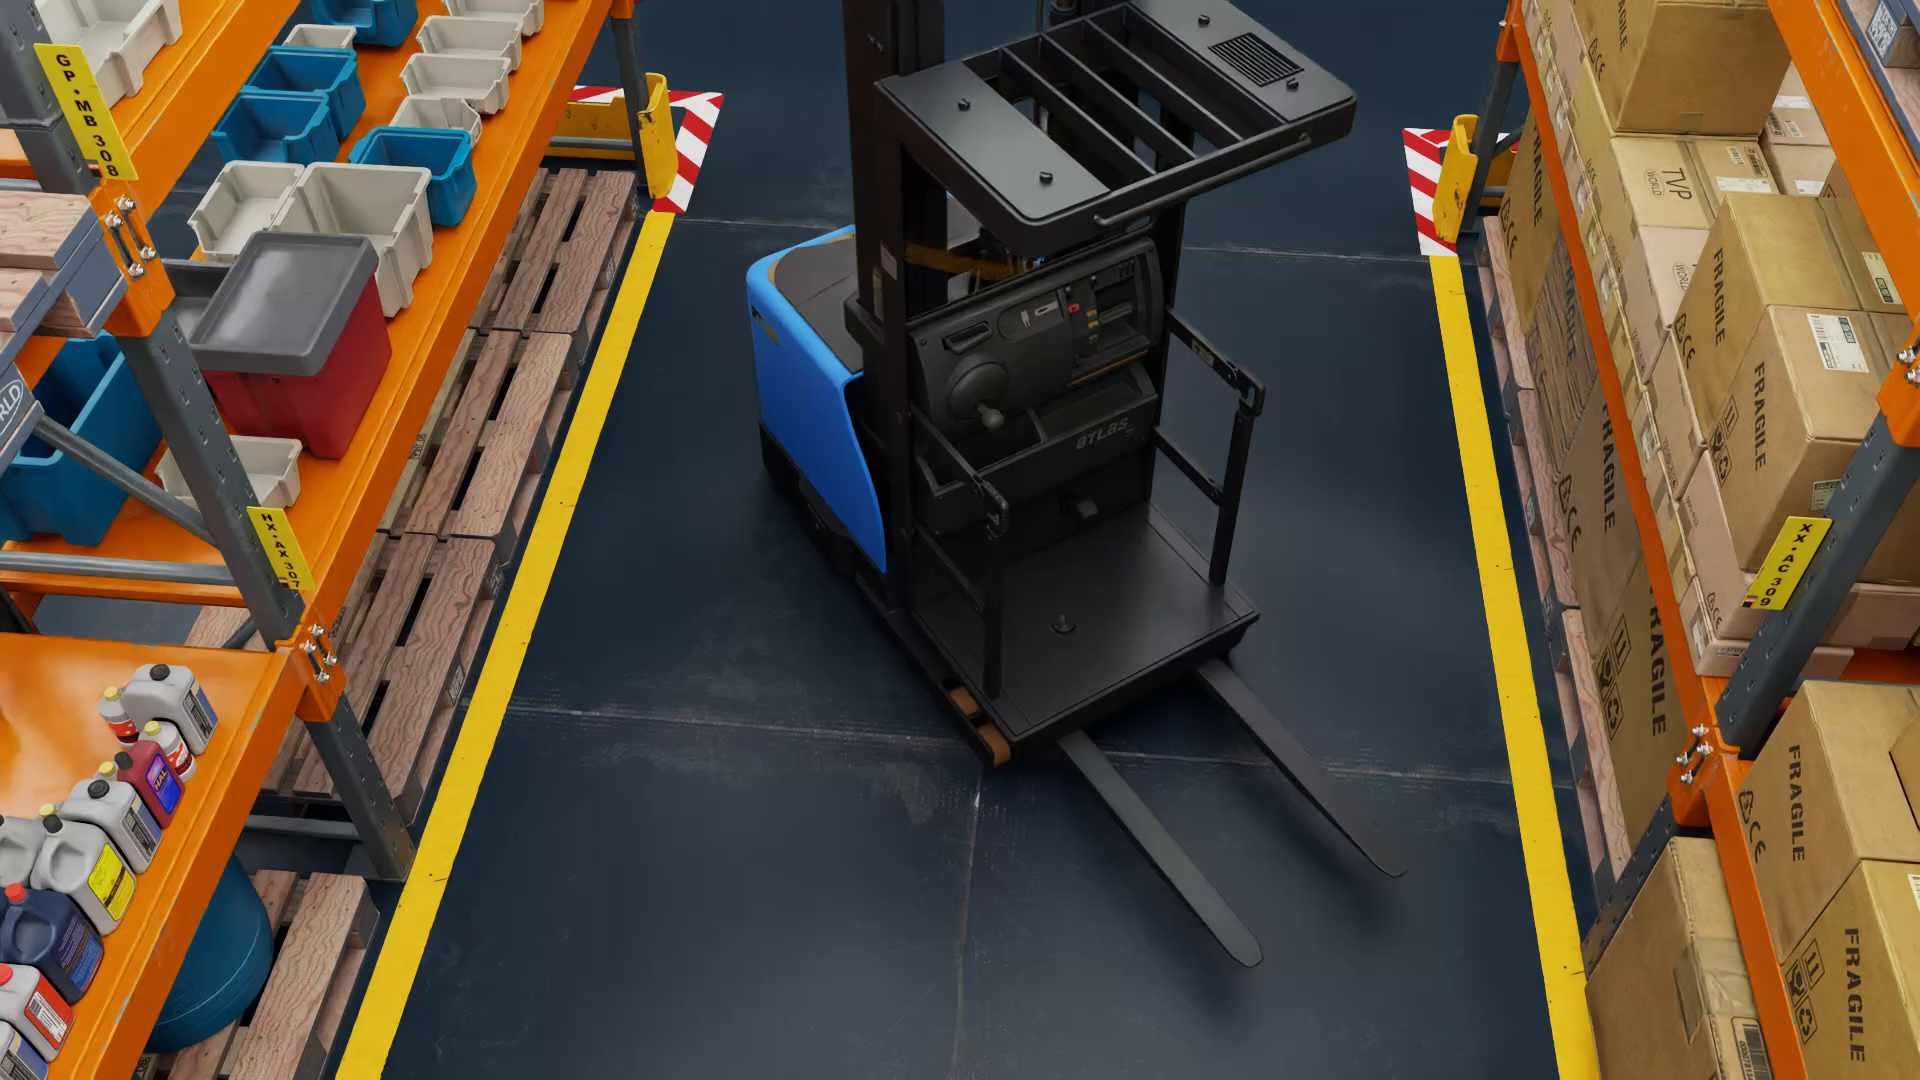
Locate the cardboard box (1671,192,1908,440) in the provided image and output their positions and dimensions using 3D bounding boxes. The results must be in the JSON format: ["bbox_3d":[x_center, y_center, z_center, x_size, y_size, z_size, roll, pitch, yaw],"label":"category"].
[{"bbox_3d":[2.375,-0.612,4.669,0.500,0.500,0.500,4,48,4],"label":"cardboard box"}]

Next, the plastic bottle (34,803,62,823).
[{"bbox_3d":[-2.256,0.733,4.181,0.097,0.201,0.097,0,48,0],"label":"plastic bottle"}]

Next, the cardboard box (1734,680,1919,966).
[{"bbox_3d":[2.259,0.702,4.008,0.500,0.500,0.500,4,48,4],"label":"cardboard box"}]

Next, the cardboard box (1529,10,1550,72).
[{"bbox_3d":[2.531,-2.013,6.729,0.380,0.149,0.250,3,48,3],"label":"cardboard box"}]

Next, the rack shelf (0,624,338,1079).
[{"bbox_3d":[-2.565,1.794,3.564,1.077,0.370,4.000,4,48,4],"label":"rack shelf"}]

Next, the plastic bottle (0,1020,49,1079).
[{"bbox_3d":[-2.199,1.258,3.651,0.152,0.276,0.367,4,48,4],"label":"plastic bottle"}]

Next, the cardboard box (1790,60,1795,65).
[{"bbox_3d":[3.087,-1.828,6.289,0.500,0.250,0.500,3,48,3],"label":"cardboard box"}]

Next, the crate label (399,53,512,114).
[{"bbox_3d":[-1.954,-1.760,6.465,0.396,0.136,0.243,4,48,4],"label":"crate label"}]

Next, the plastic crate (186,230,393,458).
[{"bbox_3d":[-2.052,-0.600,5.182,0.402,0.464,0.583,4,48,4],"label":"plastic crate"}]

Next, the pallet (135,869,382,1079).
[{"bbox_3d":[-2.495,1.587,5.156,1.003,0.211,1.213,4,48,4],"label":"pallet"}]

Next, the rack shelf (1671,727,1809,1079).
[{"bbox_3d":[2.367,2.127,3.260,1.077,0.370,4.000,4,48,4],"label":"rack shelf"}]

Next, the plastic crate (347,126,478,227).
[{"bbox_3d":[-1.950,-1.295,5.975,0.416,0.233,0.300,4,48,4],"label":"plastic crate"}]

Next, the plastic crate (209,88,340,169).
[{"bbox_3d":[-2.516,-1.474,6.139,0.416,0.233,0.300,4,48,4],"label":"plastic crate"}]

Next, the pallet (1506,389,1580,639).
[{"bbox_3d":[2.805,-0.097,6.696,1.003,0.211,1.213,4,48,4],"label":"pallet"}]

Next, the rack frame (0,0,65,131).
[{"bbox_3d":[-2.383,-1.943,2.429,1.000,3.000,0.127,4,48,4],"label":"rack frame"}]

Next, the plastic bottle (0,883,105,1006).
[{"bbox_3d":[-2.158,0.931,3.899,0.144,0.351,0.185,4,48,4],"label":"plastic bottle"}]

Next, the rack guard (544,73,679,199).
[{"bbox_3d":[-2.029,-2.033,8.271,1.175,0.500,0.348,4,48,4],"label":"rack guard"}]

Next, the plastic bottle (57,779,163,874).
[{"bbox_3d":[-2.130,0.703,4.158,0.152,0.276,0.135,4,48,4],"label":"plastic bottle"}]

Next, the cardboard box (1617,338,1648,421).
[{"bbox_3d":[2.344,-0.503,5.348,0.380,0.149,0.250,5,48,4],"label":"cardboard box"}]

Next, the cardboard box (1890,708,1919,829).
[{"bbox_3d":[2.500,0.512,3.501,0.797,0.503,0.637,3,48,3],"label":"cardboard box"}]

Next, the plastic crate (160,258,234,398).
[{"bbox_3d":[-2.548,-0.687,5.491,0.437,0.125,0.590,4,48,4],"label":"plastic crate"}]

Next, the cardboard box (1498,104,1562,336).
[{"bbox_3d":[2.935,-1.474,7.221,0.875,0.875,0.875,4,48,4],"label":"cardboard box"}]

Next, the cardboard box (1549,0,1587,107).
[{"bbox_3d":[2.561,-1.858,6.316,0.500,0.250,0.500,3,48,3],"label":"cardboard box"}]

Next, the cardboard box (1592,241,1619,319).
[{"bbox_3d":[2.392,-0.878,5.691,0.380,0.149,0.250,5,48,4],"label":"cardboard box"}]

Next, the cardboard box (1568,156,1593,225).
[{"bbox_3d":[2.438,-1.257,6.037,0.380,0.149,0.250,3,48,3],"label":"cardboard box"}]

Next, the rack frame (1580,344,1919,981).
[{"bbox_3d":[2.550,0.414,4.338,1.000,3.000,0.127,4,48,4],"label":"rack frame"}]

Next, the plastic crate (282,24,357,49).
[{"bbox_3d":[-2.542,-1.901,6.594,0.250,0.136,0.298,4,48,4],"label":"plastic crate"}]

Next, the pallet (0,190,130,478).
[{"bbox_3d":[-2.357,-0.285,3.073,1.213,0.211,1.003,4,48,4],"label":"pallet"}]

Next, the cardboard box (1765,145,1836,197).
[{"bbox_3d":[2.998,-1.071,5.597,0.500,0.250,0.500,4,48,4],"label":"cardboard box"}]

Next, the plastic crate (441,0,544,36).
[{"bbox_3d":[-1.912,-2.178,6.847,0.396,0.136,0.243,4,48,4],"label":"plastic crate"}]

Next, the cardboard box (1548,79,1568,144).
[{"bbox_3d":[2.486,-1.633,6.381,0.380,0.149,0.250,3,48,3],"label":"cardboard box"}]

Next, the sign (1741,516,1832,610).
[{"bbox_3d":[1.997,0.059,4.023,0.100,0.325,0.005,4,48,4],"label":"sign"}]

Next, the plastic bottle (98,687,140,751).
[{"bbox_3d":[-2.223,0.465,4.427,0.097,0.201,0.097,0,48,0],"label":"plastic bottle"}]

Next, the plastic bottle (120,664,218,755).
[{"bbox_3d":[-2.097,0.434,4.404,0.152,0.276,0.135,4,48,4],"label":"plastic bottle"}]

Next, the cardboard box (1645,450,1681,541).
[{"bbox_3d":[2.298,-0.125,5.002,0.380,0.149,0.250,3,48,3],"label":"cardboard box"}]

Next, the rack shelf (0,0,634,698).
[{"bbox_3d":[-2.201,-1.146,6.253,1.077,0.370,4.000,4,48,4],"label":"rack shelf"}]

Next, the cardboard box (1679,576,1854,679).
[{"bbox_3d":[2.251,0.253,4.656,0.380,0.149,0.250,4,48,4],"label":"cardboard box"}]

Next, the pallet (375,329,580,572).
[{"bbox_3d":[-2.246,-0.420,6.991,1.003,0.211,1.213,4,48,4],"label":"pallet"}]

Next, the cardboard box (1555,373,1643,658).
[{"bbox_3d":[2.771,-0.151,6.011,0.875,0.875,0.875,4,48,4],"label":"cardboard box"}]

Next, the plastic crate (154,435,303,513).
[{"bbox_3d":[-2.198,-0.182,5.022,0.396,0.136,0.243,4,48,4],"label":"plastic crate"}]

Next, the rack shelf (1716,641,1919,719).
[{"bbox_3d":[2.732,-0.879,5.876,0.919,0.124,3.809,4,48,4],"label":"rack shelf"}]

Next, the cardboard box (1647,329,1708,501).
[{"bbox_3d":[2.373,-0.358,4.945,0.500,0.250,0.500,5,48,5],"label":"cardboard box"}]

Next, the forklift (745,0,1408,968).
[{"bbox_3d":[0.385,-0.571,5.286,1.130,2.935,3.031,-25,52,-21],"label":"forklift"}]

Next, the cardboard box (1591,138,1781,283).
[{"bbox_3d":[2.469,-1.105,5.628,0.500,0.250,0.500,3,48,3],"label":"cardboard box"}]

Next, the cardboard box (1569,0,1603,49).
[{"bbox_3d":[2.556,-2.126,6.053,0.500,0.500,0.500,3,48,3],"label":"cardboard box"}]
